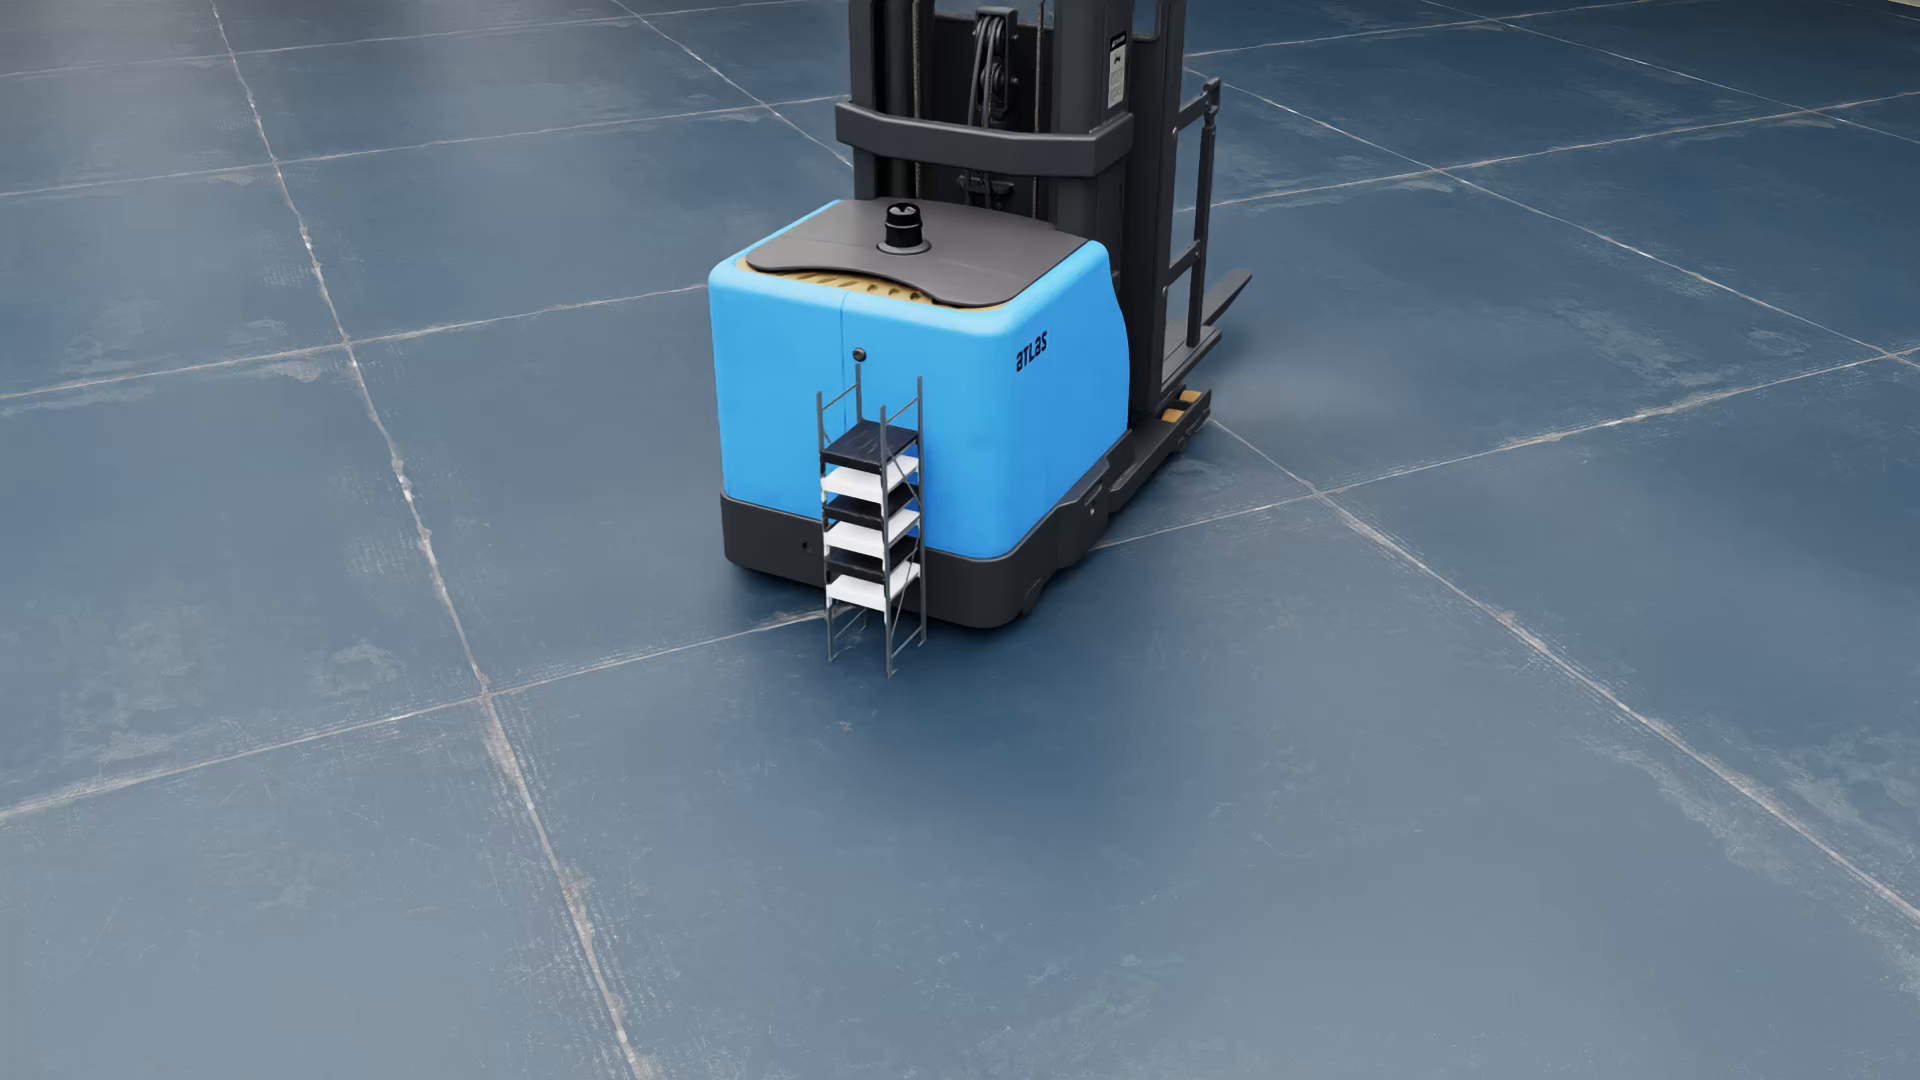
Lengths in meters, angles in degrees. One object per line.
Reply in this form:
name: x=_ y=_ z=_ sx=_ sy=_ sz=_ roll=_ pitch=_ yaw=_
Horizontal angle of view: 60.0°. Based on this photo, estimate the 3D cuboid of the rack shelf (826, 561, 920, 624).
rack shelf: x=-0.253 y=0.137 z=5.021 sx=0.200 sy=0.077 sz=0.258 roll=14 pitch=32 yaw=23

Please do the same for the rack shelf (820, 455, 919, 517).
rack shelf: x=-0.254 y=-0.176 z=4.843 sx=0.200 sy=0.077 sz=0.258 roll=14 pitch=32 yaw=23

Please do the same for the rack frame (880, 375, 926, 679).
rack frame: x=-0.163 y=-0.026 z=4.876 sx=0.006 sy=0.900 sz=0.240 roll=14 pitch=32 yaw=23

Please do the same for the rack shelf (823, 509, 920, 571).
rack shelf: x=-0.254 y=-0.020 z=4.932 sx=0.200 sy=0.077 sz=0.258 roll=14 pitch=32 yaw=23

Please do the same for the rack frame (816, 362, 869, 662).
rack frame: x=-0.345 y=-0.071 z=4.955 sx=0.006 sy=0.900 sz=0.240 roll=14 pitch=32 yaw=23

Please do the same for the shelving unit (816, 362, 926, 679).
shelving unit: x=-0.254 y=-0.049 z=4.915 sx=0.210 sy=0.900 sz=0.258 roll=14 pitch=32 yaw=23

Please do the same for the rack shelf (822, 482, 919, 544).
rack shelf: x=-0.254 y=-0.098 z=4.888 sx=0.200 sy=0.077 sz=0.258 roll=14 pitch=32 yaw=23

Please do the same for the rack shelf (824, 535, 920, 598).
rack shelf: x=-0.254 y=0.059 z=4.976 sx=0.200 sy=0.077 sz=0.258 roll=14 pitch=32 yaw=23

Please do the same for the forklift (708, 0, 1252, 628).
forklift: x=0.329 y=-1.701 z=5.788 sx=1.130 sy=2.935 sz=3.031 roll=14 pitch=32 yaw=23

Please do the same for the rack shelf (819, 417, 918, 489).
rack shelf: x=-0.254 y=-0.255 z=4.799 sx=0.200 sy=0.077 sz=0.258 roll=14 pitch=32 yaw=23
